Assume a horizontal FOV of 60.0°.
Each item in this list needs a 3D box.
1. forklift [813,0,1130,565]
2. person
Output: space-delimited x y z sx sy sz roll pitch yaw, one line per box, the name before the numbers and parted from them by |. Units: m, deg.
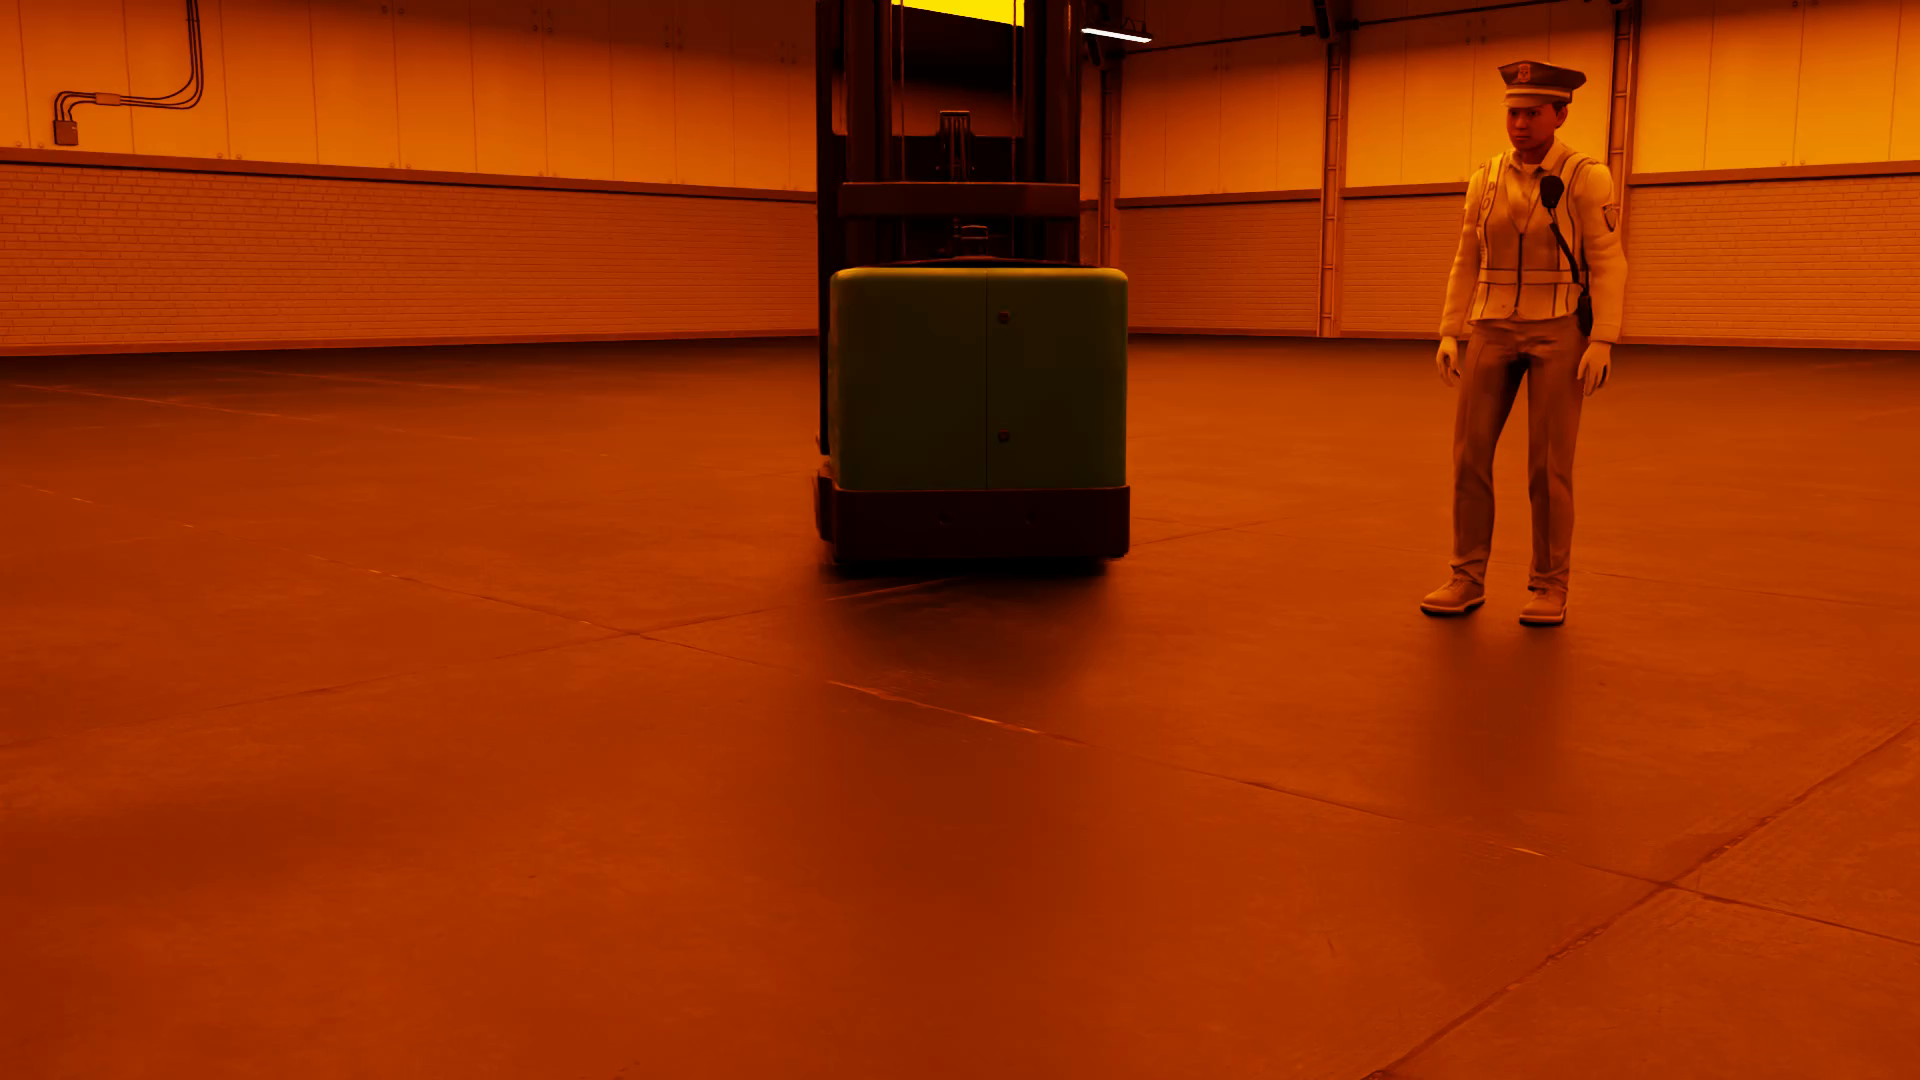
forklift | -0.076 -1.540 7.100 1.130 2.935 3.031 -1 9 -6
person | 1.725 -0.592 5.075 0.551 1.662 0.374 7 11 39
